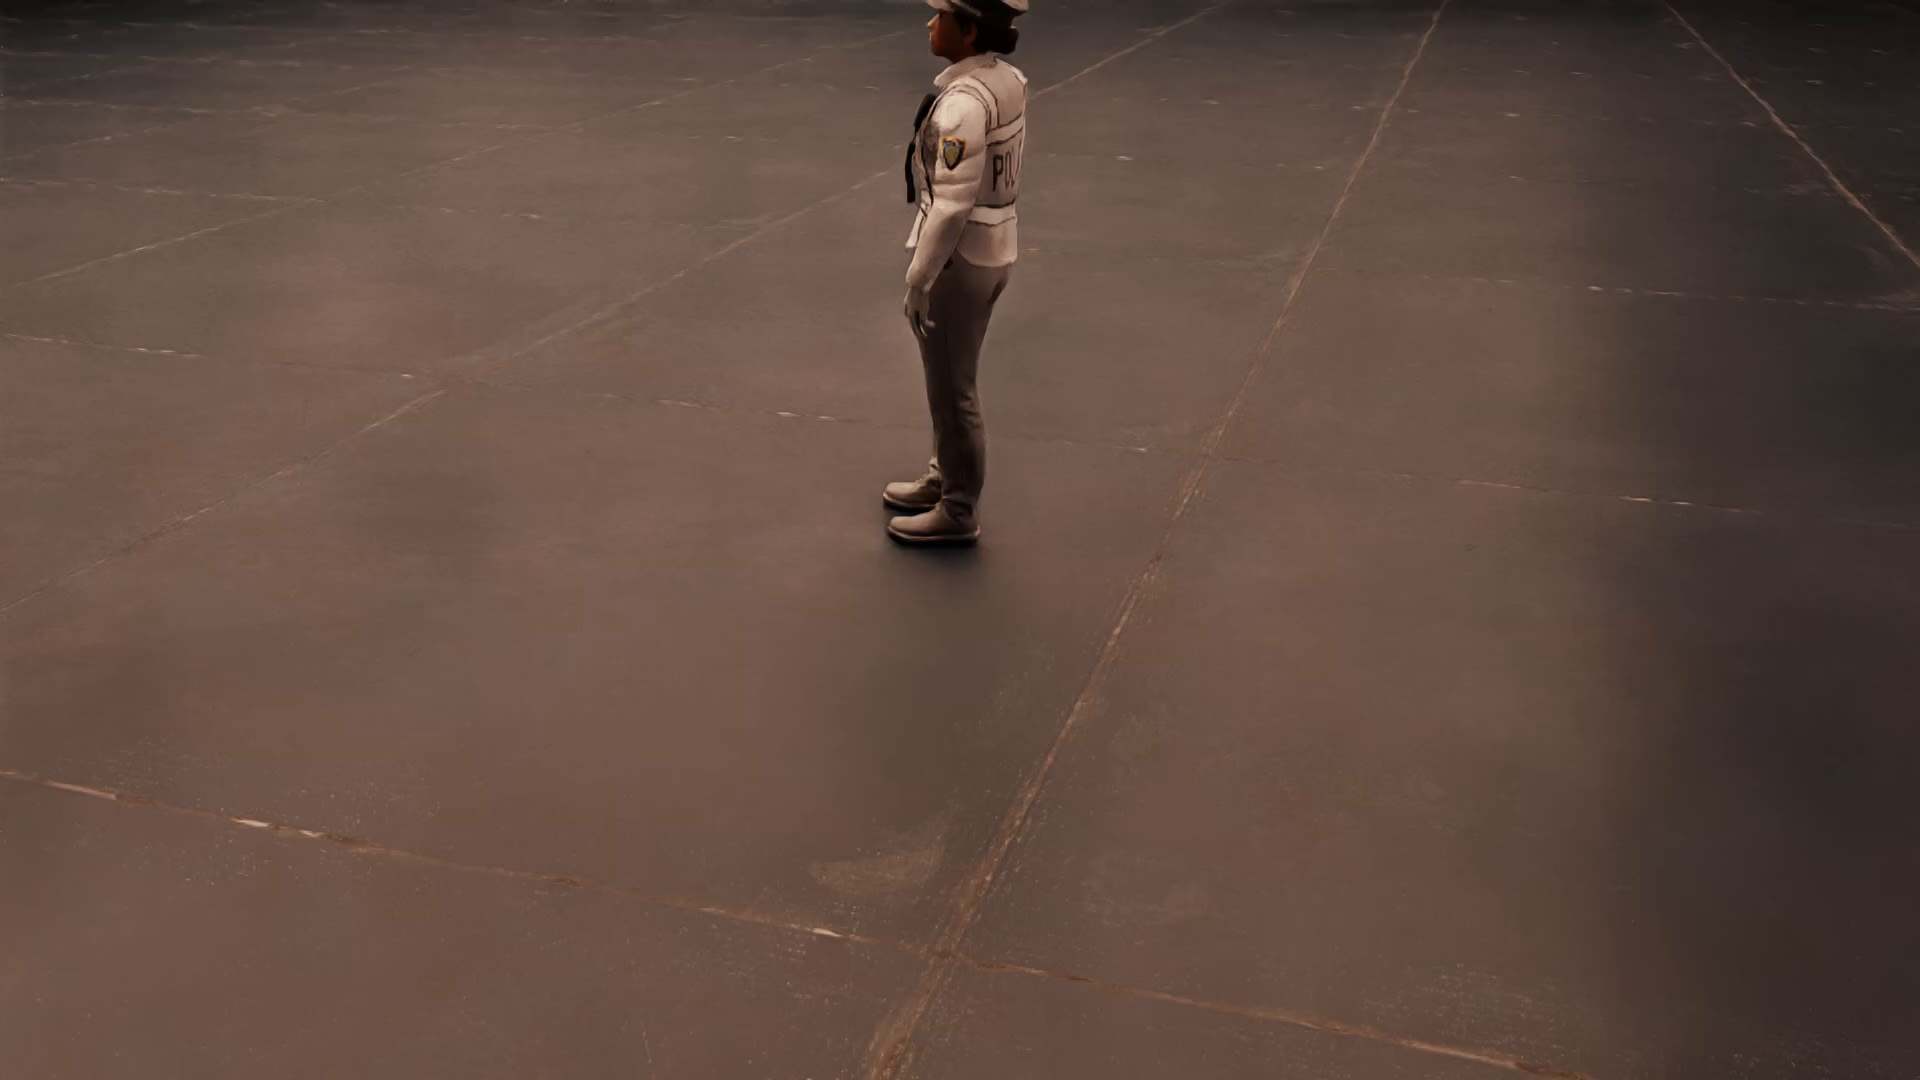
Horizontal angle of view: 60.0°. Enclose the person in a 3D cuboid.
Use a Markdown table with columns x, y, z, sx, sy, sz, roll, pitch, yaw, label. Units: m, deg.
| x | y | z | sx | sy | sz | roll | pitch | yaw | label |
| --- | --- | --- | --- | --- | --- | --- | --- | --- | --- |
| -0.062 | -0.800 | 4.819 | 0.532 | 1.695 | 0.586 | 7 | 23 | 16 | person |
